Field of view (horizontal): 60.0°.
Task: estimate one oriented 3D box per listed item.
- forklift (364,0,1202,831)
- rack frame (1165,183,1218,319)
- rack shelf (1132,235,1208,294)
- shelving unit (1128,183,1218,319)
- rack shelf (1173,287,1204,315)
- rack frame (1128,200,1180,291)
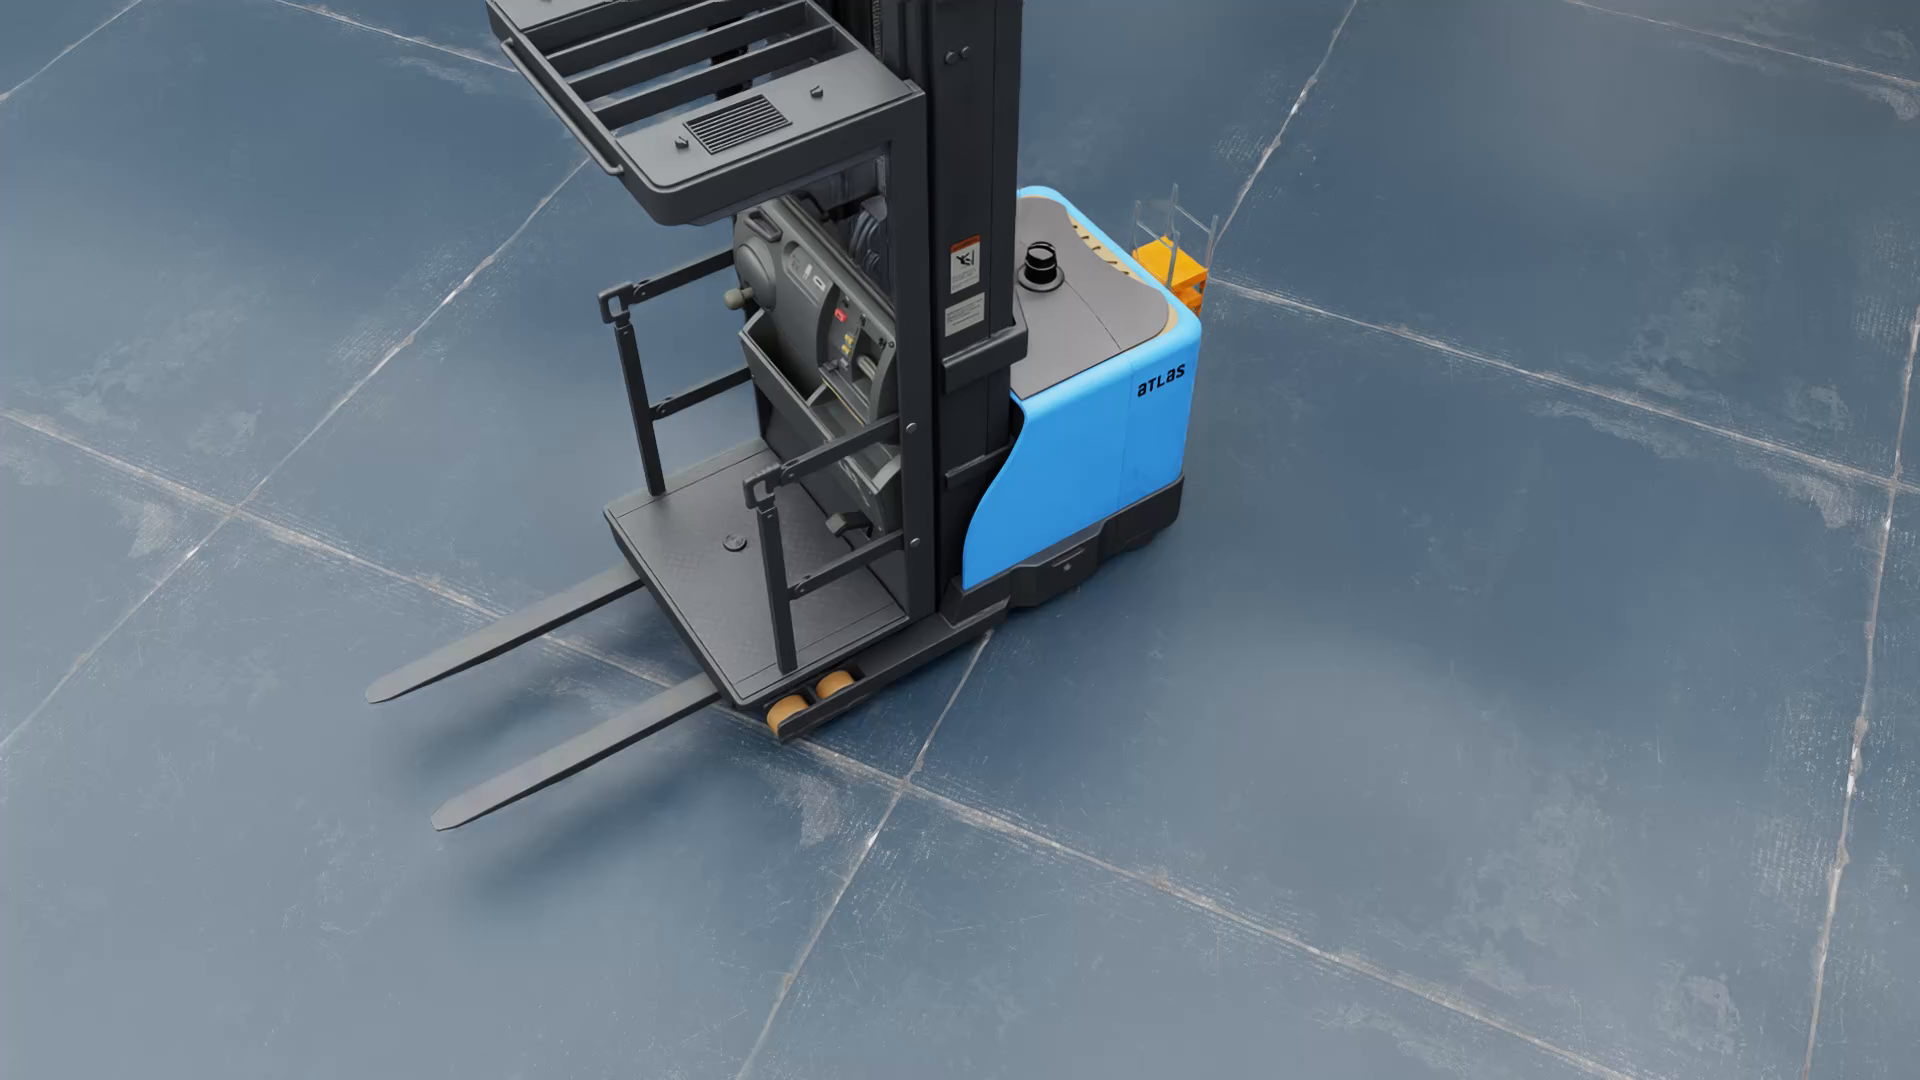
[{"bbox_3d":[-0.644,-0.699,5.235,3.031,2.935,1.130,-27,55,-21],"label":"forklift"},{"bbox_3d":[0.833,-0.833,6.487,0.006,1.200,0.240,-27,55,-25],"label":"rack frame"},{"bbox_3d":[0.772,-1.007,6.215,0.180,0.103,0.258,-27,55,-25],"label":"rack shelf"},{"bbox_3d":[0.759,-0.796,6.449,0.189,1.200,0.258,-27,55,-25],"label":"shelving unit"},{"bbox_3d":[0.767,-0.926,6.304,0.180,0.103,0.258,-27,55,-25],"label":"rack shelf"},{"bbox_3d":[0.685,-0.758,6.411,0.006,1.200,0.240,-27,55,-25],"label":"rack frame"}]
